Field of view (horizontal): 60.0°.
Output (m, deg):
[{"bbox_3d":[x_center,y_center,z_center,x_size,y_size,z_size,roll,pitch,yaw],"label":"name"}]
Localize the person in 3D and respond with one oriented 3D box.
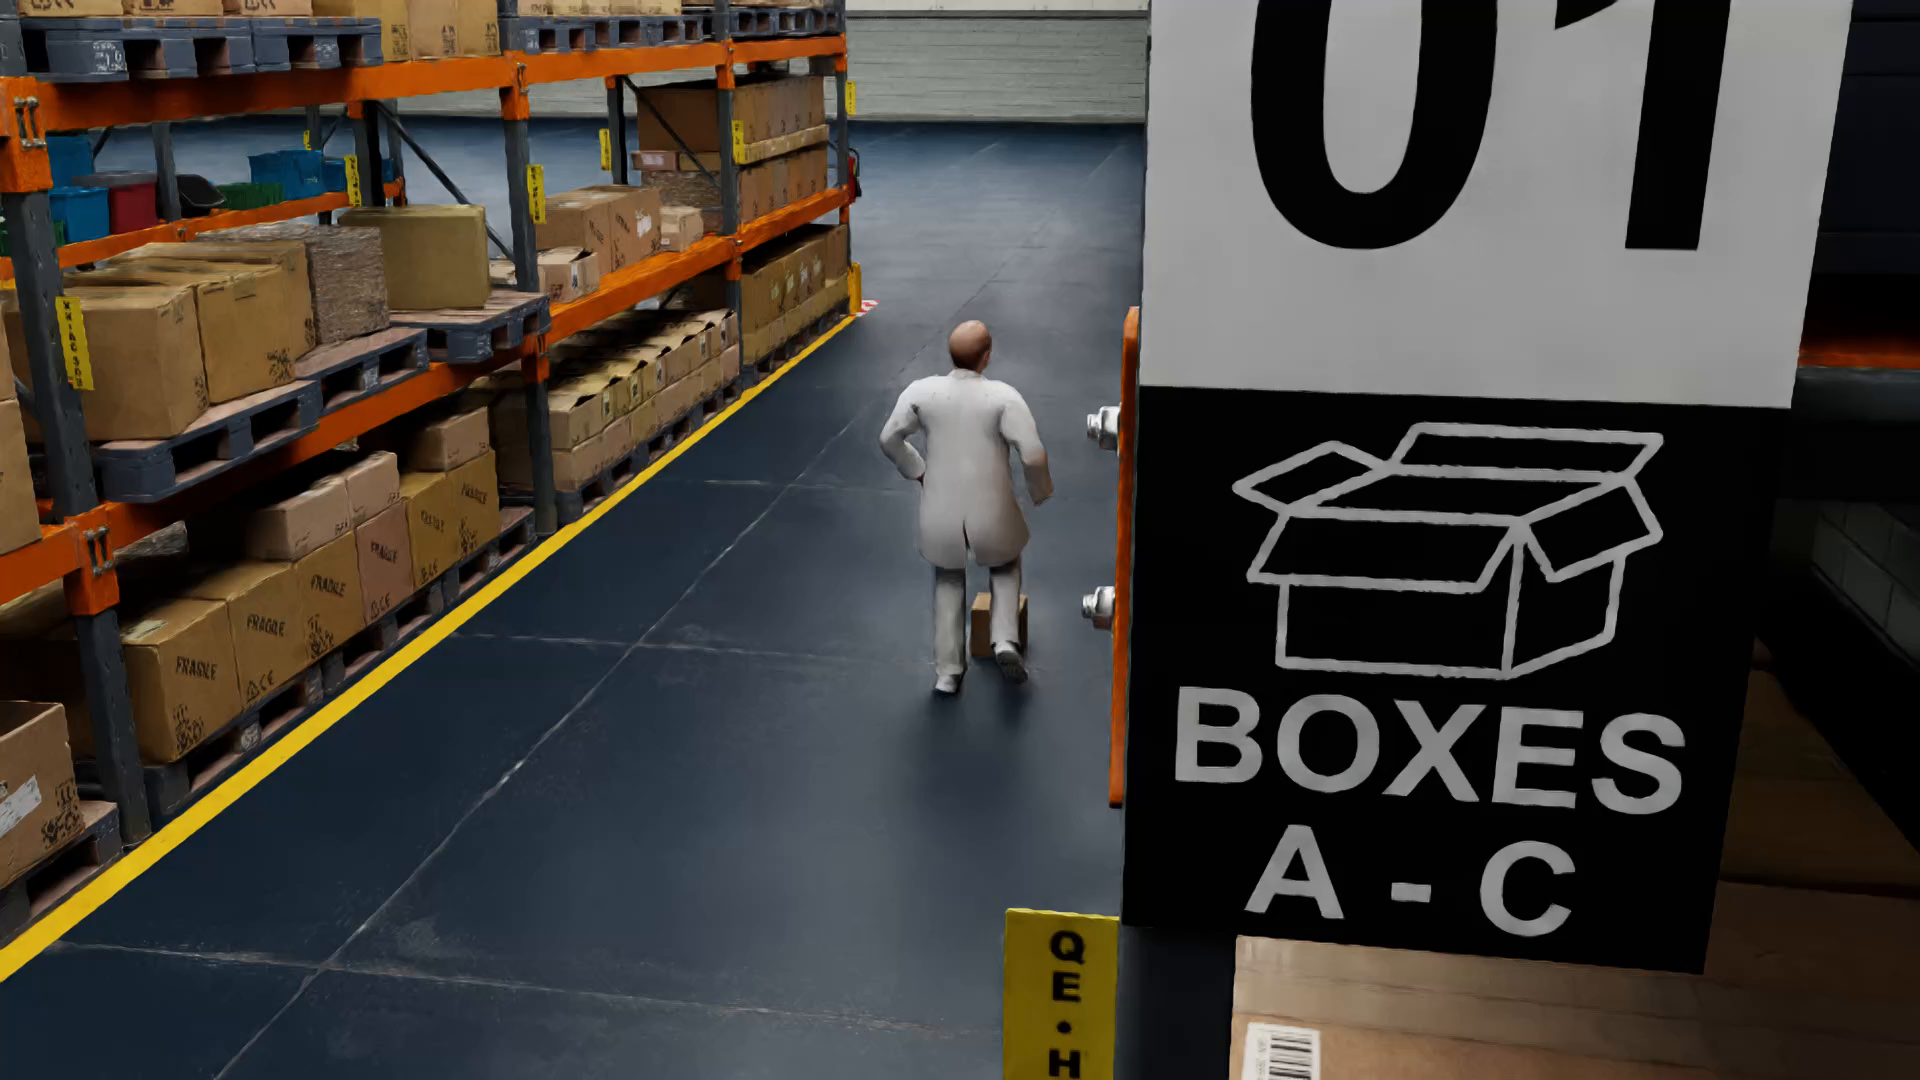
[{"bbox_3d":[0.036,-0.148,7.600,0.788,1.750,0.519,3,18,8],"label":"person"}]
